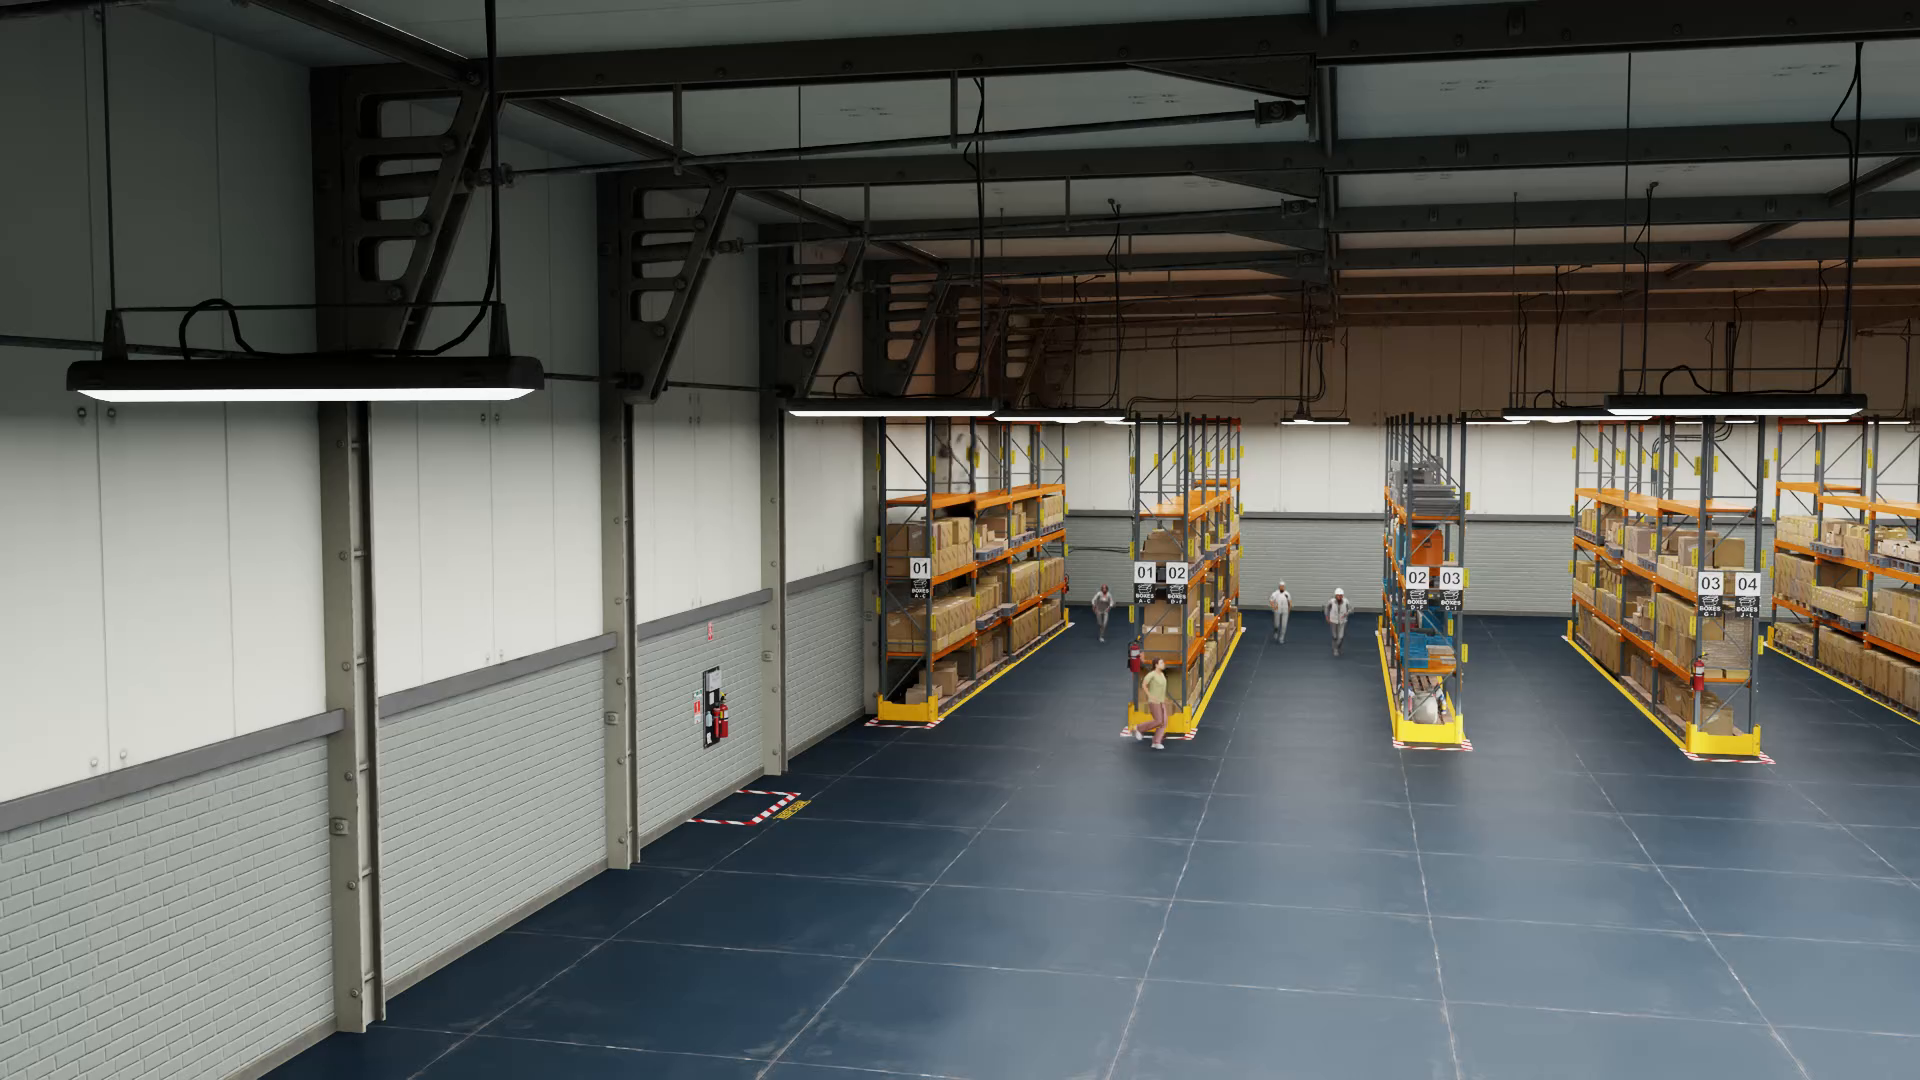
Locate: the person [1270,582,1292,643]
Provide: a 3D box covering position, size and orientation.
[{"bbox_3d":[8.543,1.923,44.221,0.595,1.622,0.561,0,4,3],"label":"person"}]

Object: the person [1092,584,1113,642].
[{"bbox_3d":[3.829,1.958,44.596,0.568,1.554,0.657,0,4,3],"label":"person"}]

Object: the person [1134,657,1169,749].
[{"bbox_3d":[3.531,2.899,29.830,0.678,1.600,0.622,3,5,41],"label":"person"}]

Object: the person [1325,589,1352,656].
[{"bbox_3d":[9.507,2.062,41.822,0.649,1.706,0.738,0,4,5],"label":"person"}]
